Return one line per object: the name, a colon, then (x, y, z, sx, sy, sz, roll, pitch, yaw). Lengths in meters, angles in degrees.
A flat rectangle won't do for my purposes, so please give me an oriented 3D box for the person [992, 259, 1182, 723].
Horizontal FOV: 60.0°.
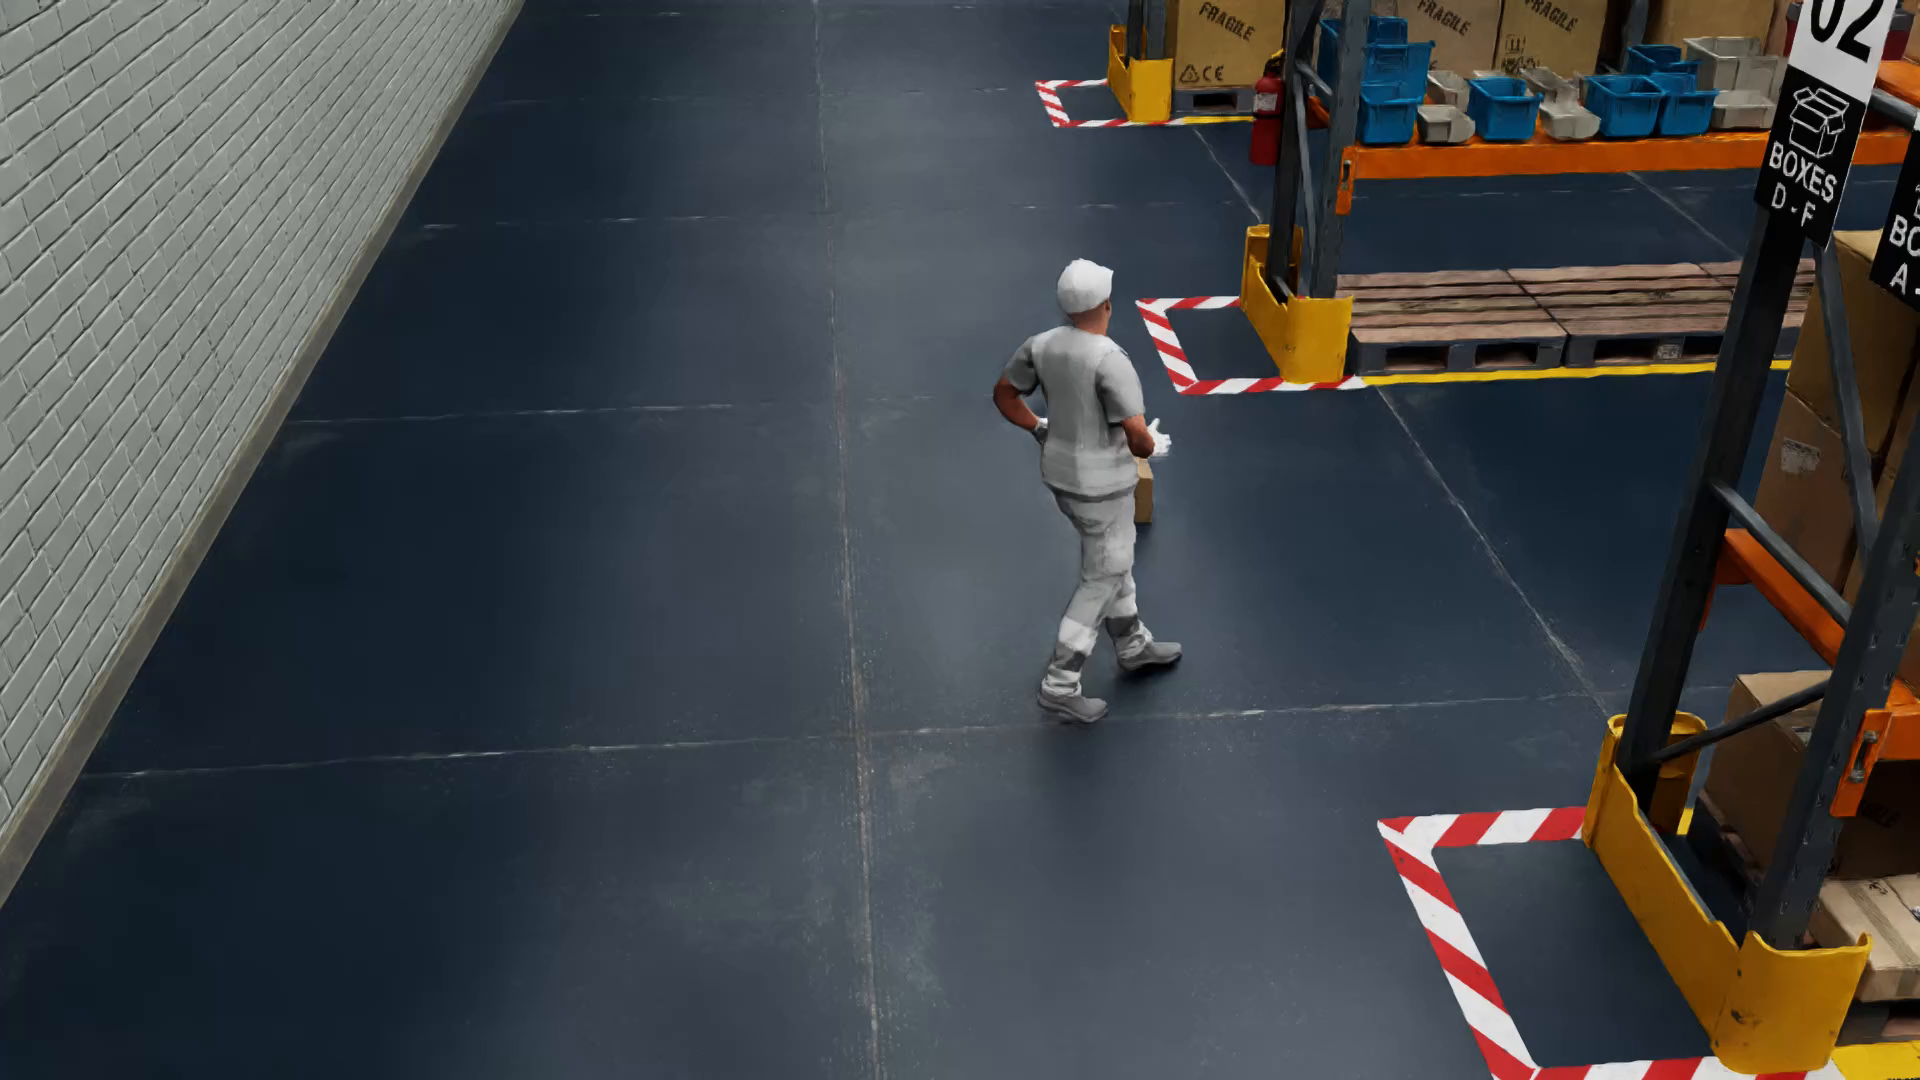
person: (0.510, -0.220, 6.457, 0.822, 1.776, 0.719, -21, 37, -31)
